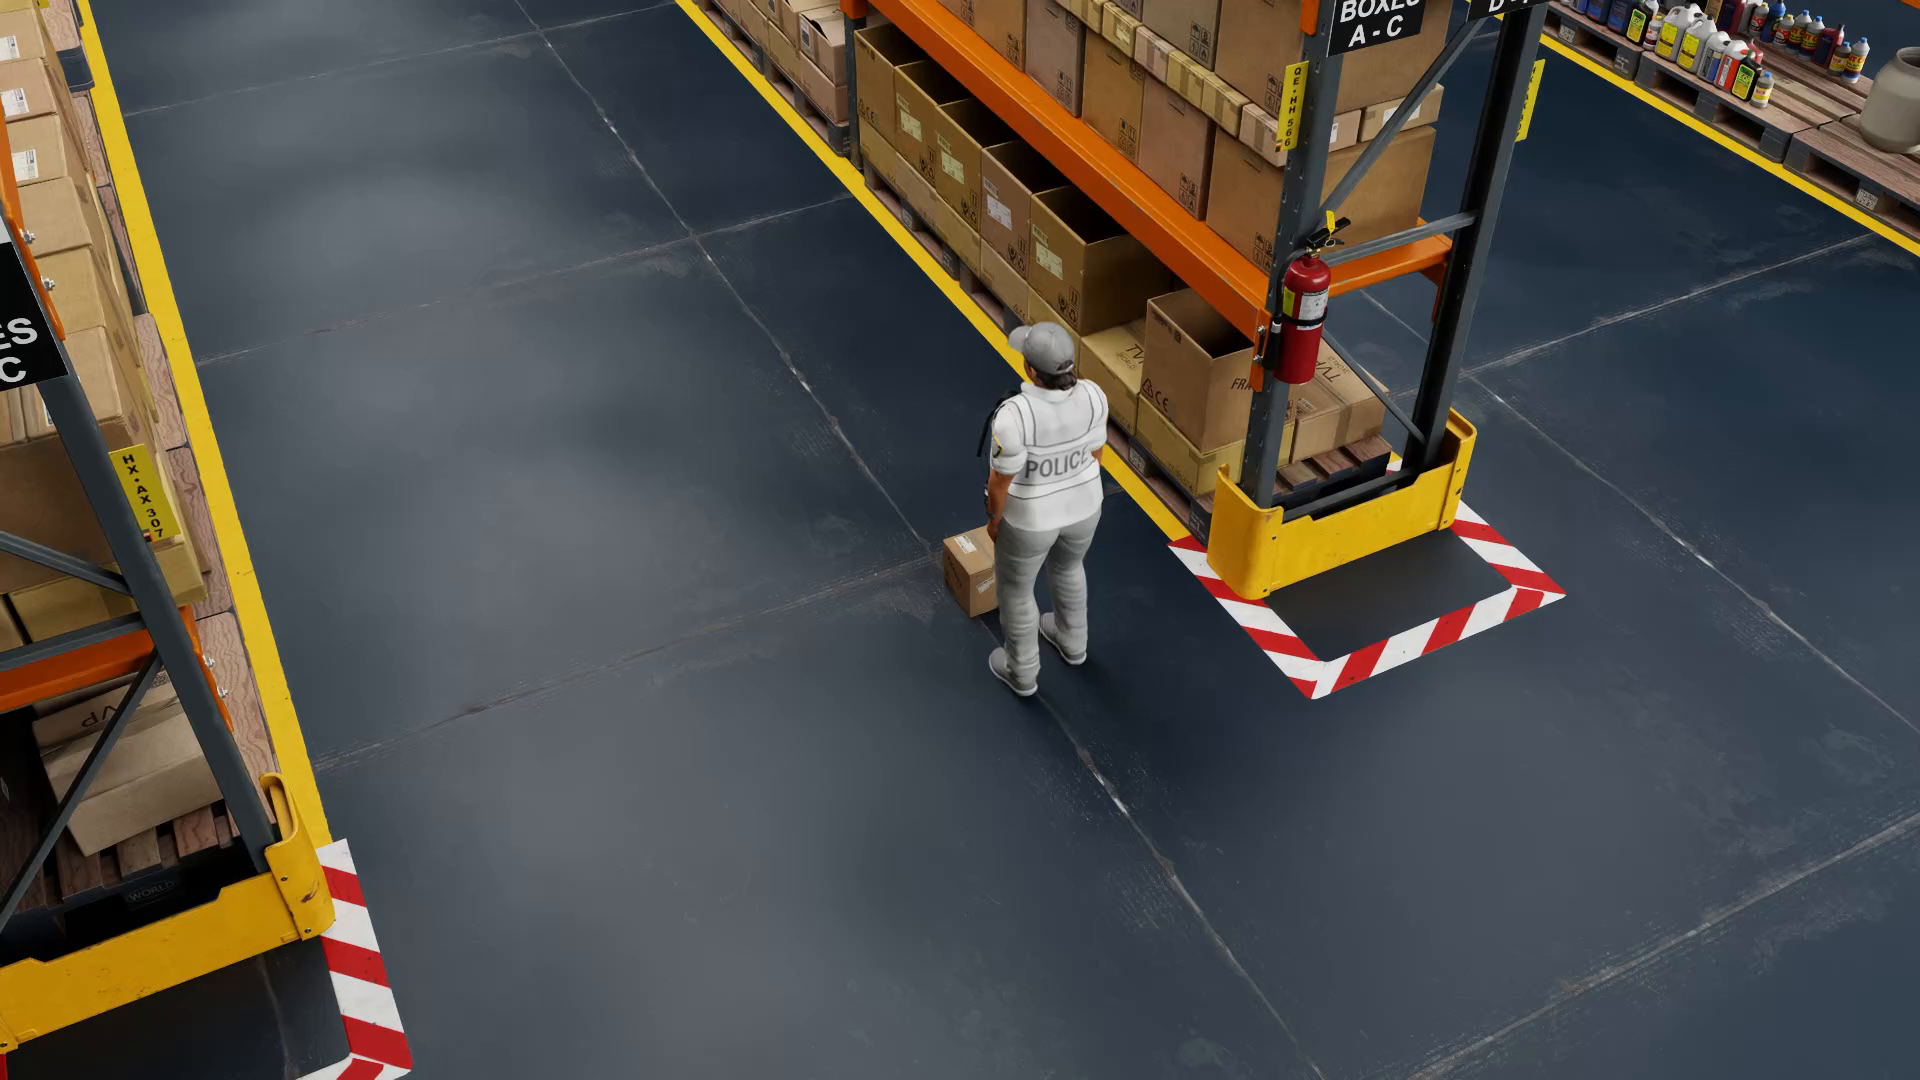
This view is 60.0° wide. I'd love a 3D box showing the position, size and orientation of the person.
[{"bbox_3d":[0.303,-0.119,6.306,0.467,1.673,0.391,-18,45,-19],"label":"person"}]
